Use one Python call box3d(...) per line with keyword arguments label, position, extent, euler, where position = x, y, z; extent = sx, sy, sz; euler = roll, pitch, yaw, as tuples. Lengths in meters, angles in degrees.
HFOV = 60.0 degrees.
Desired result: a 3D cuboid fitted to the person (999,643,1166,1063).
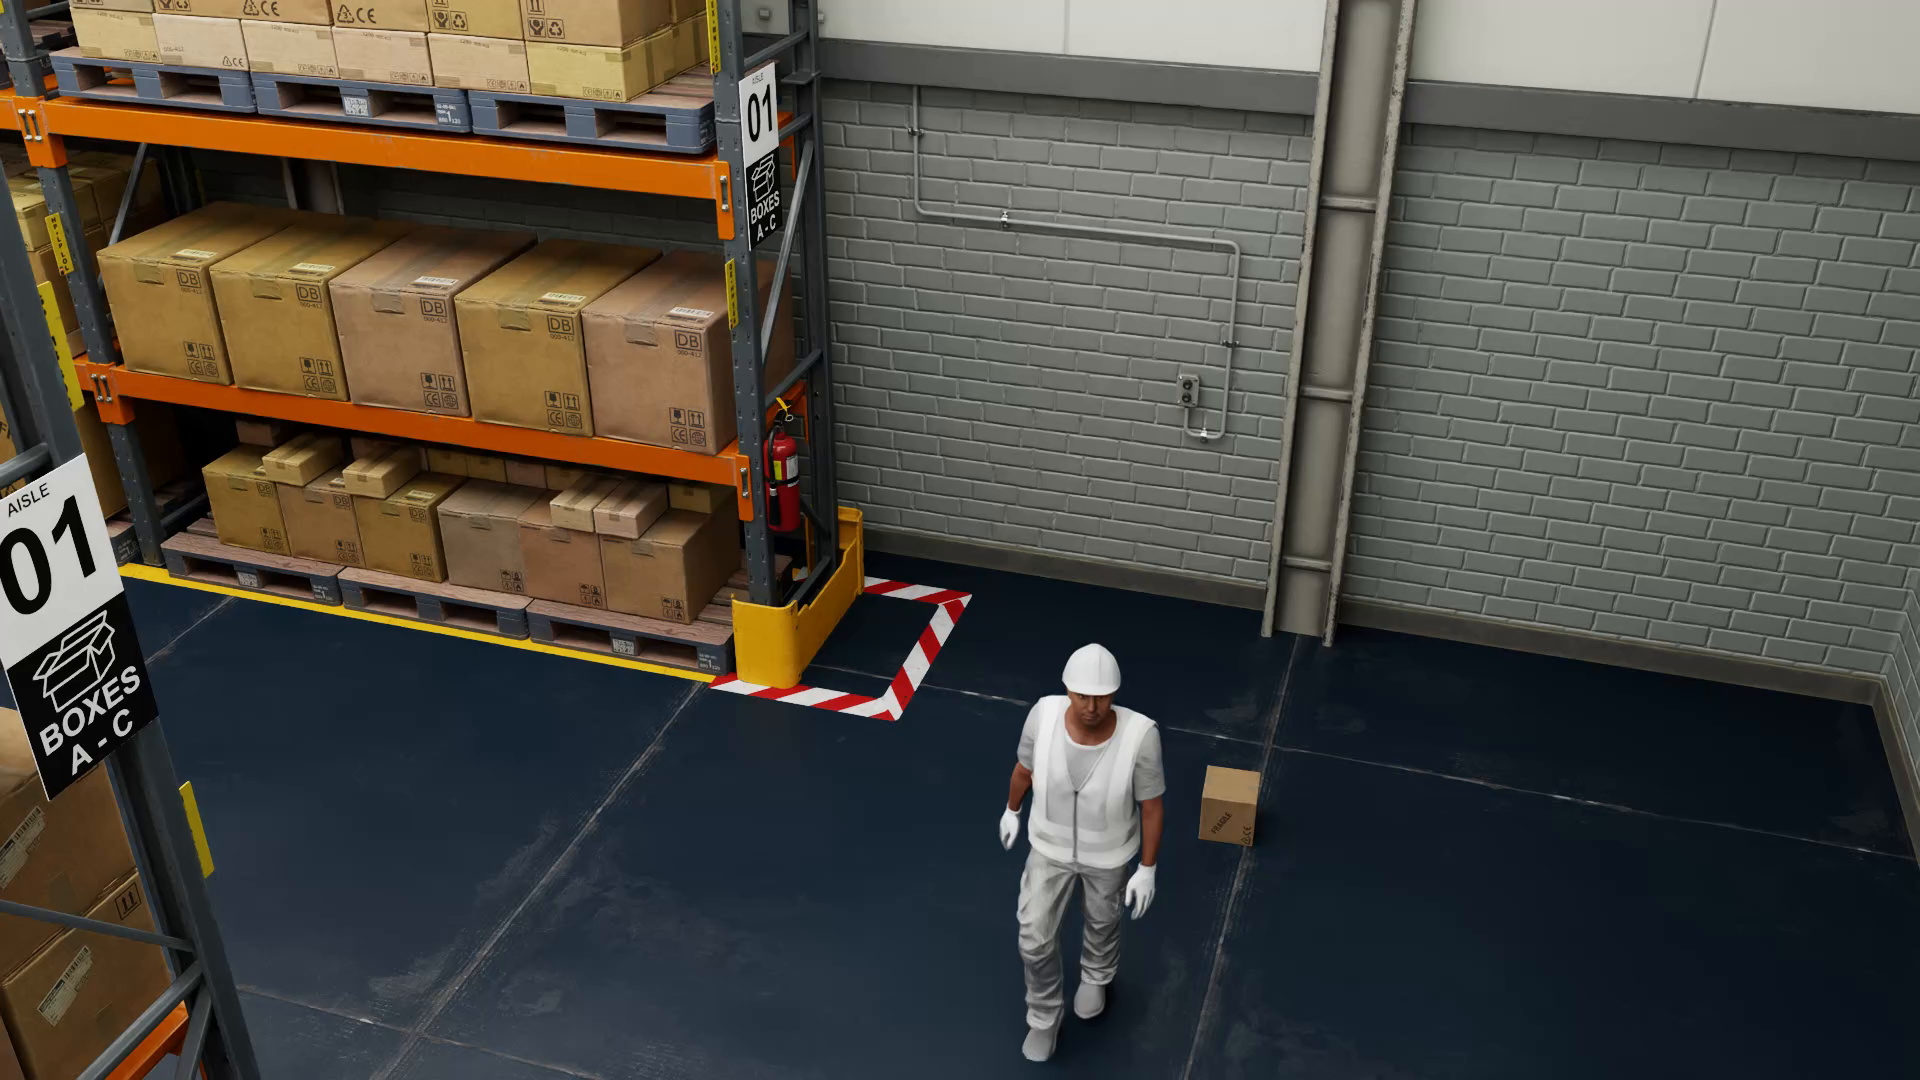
box3d(label="person", position=(0.445, 1.201, 6.362), extent=(0.657, 1.863, 0.550), euler=(7, 30, 12))
